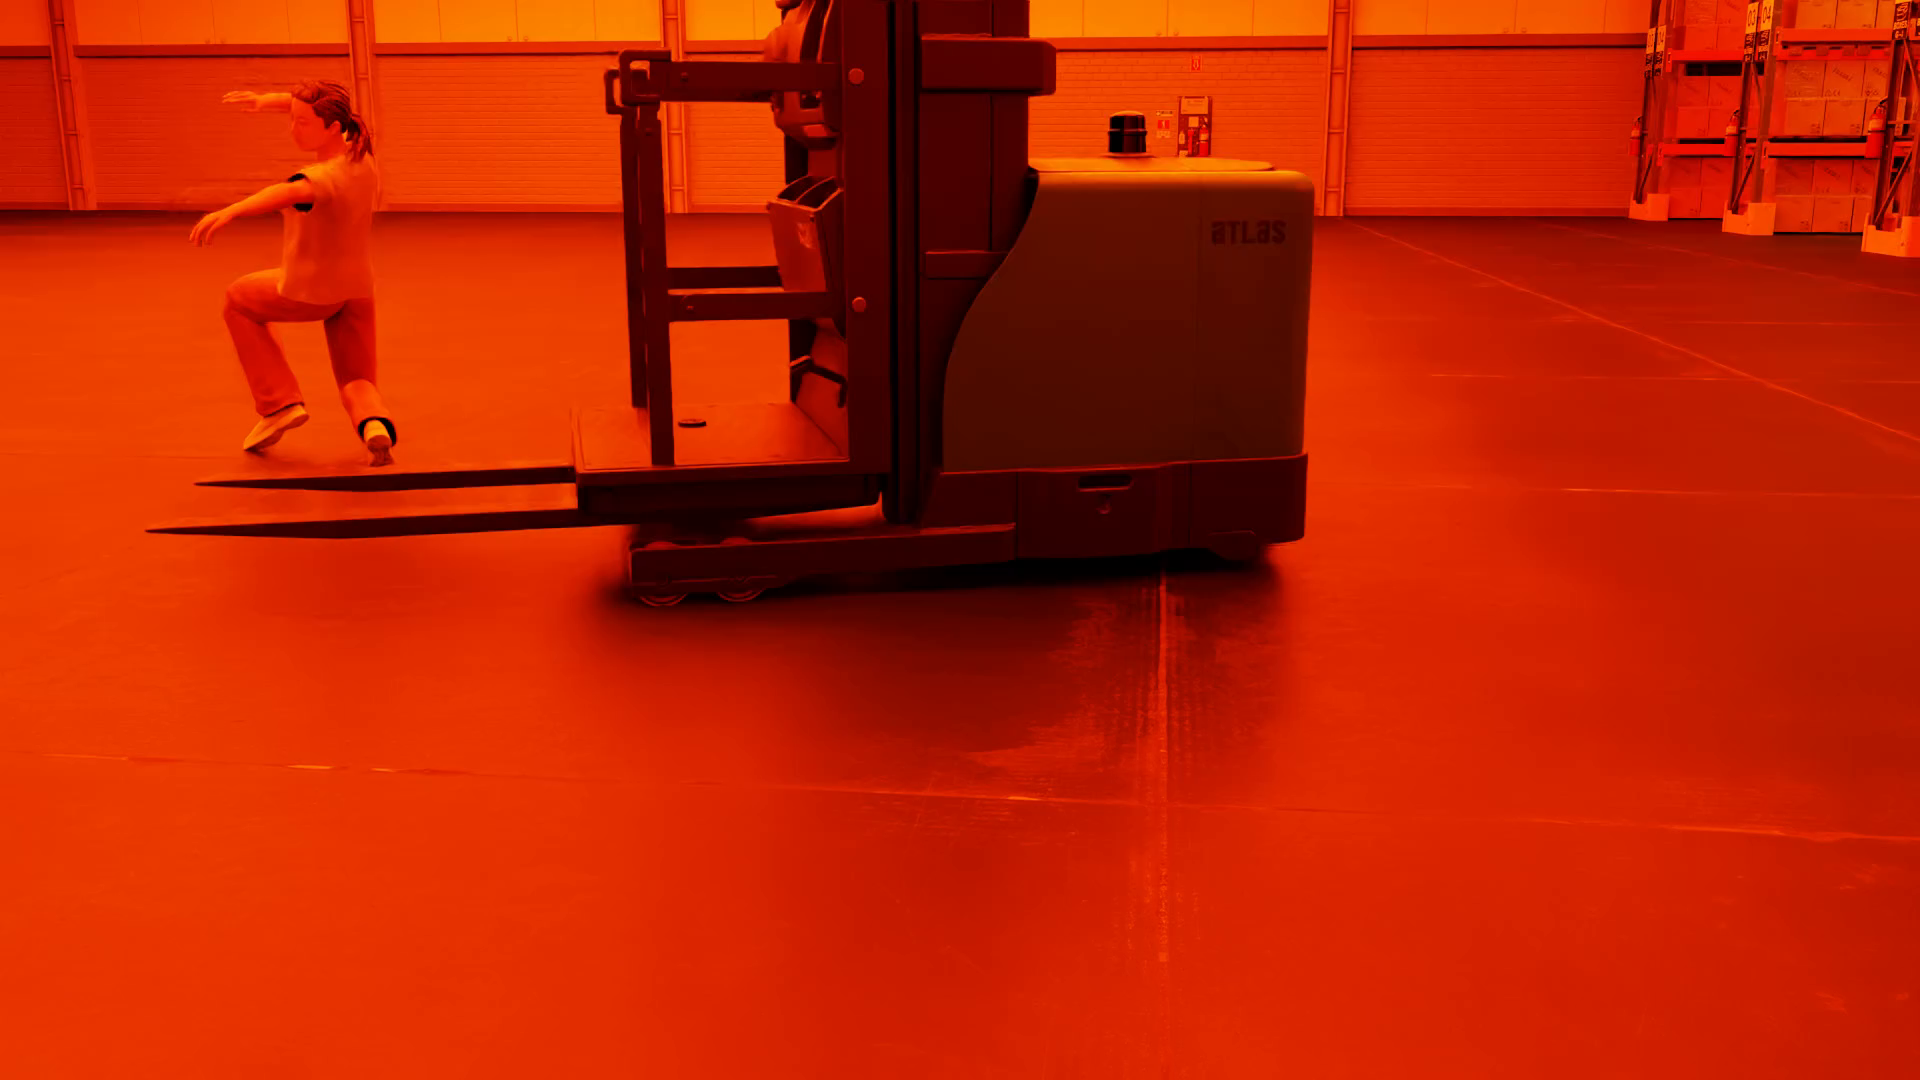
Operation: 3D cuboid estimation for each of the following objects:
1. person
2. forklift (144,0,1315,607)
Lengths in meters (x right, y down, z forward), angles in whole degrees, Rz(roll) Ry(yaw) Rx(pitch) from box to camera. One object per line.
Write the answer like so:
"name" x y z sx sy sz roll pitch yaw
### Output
"person" -2.480 -0.923 5.867 0.909 1.378 0.912 8 16 32
"forklift" -0.605 -1.389 4.450 3.031 2.935 1.130 -3 14 -13
